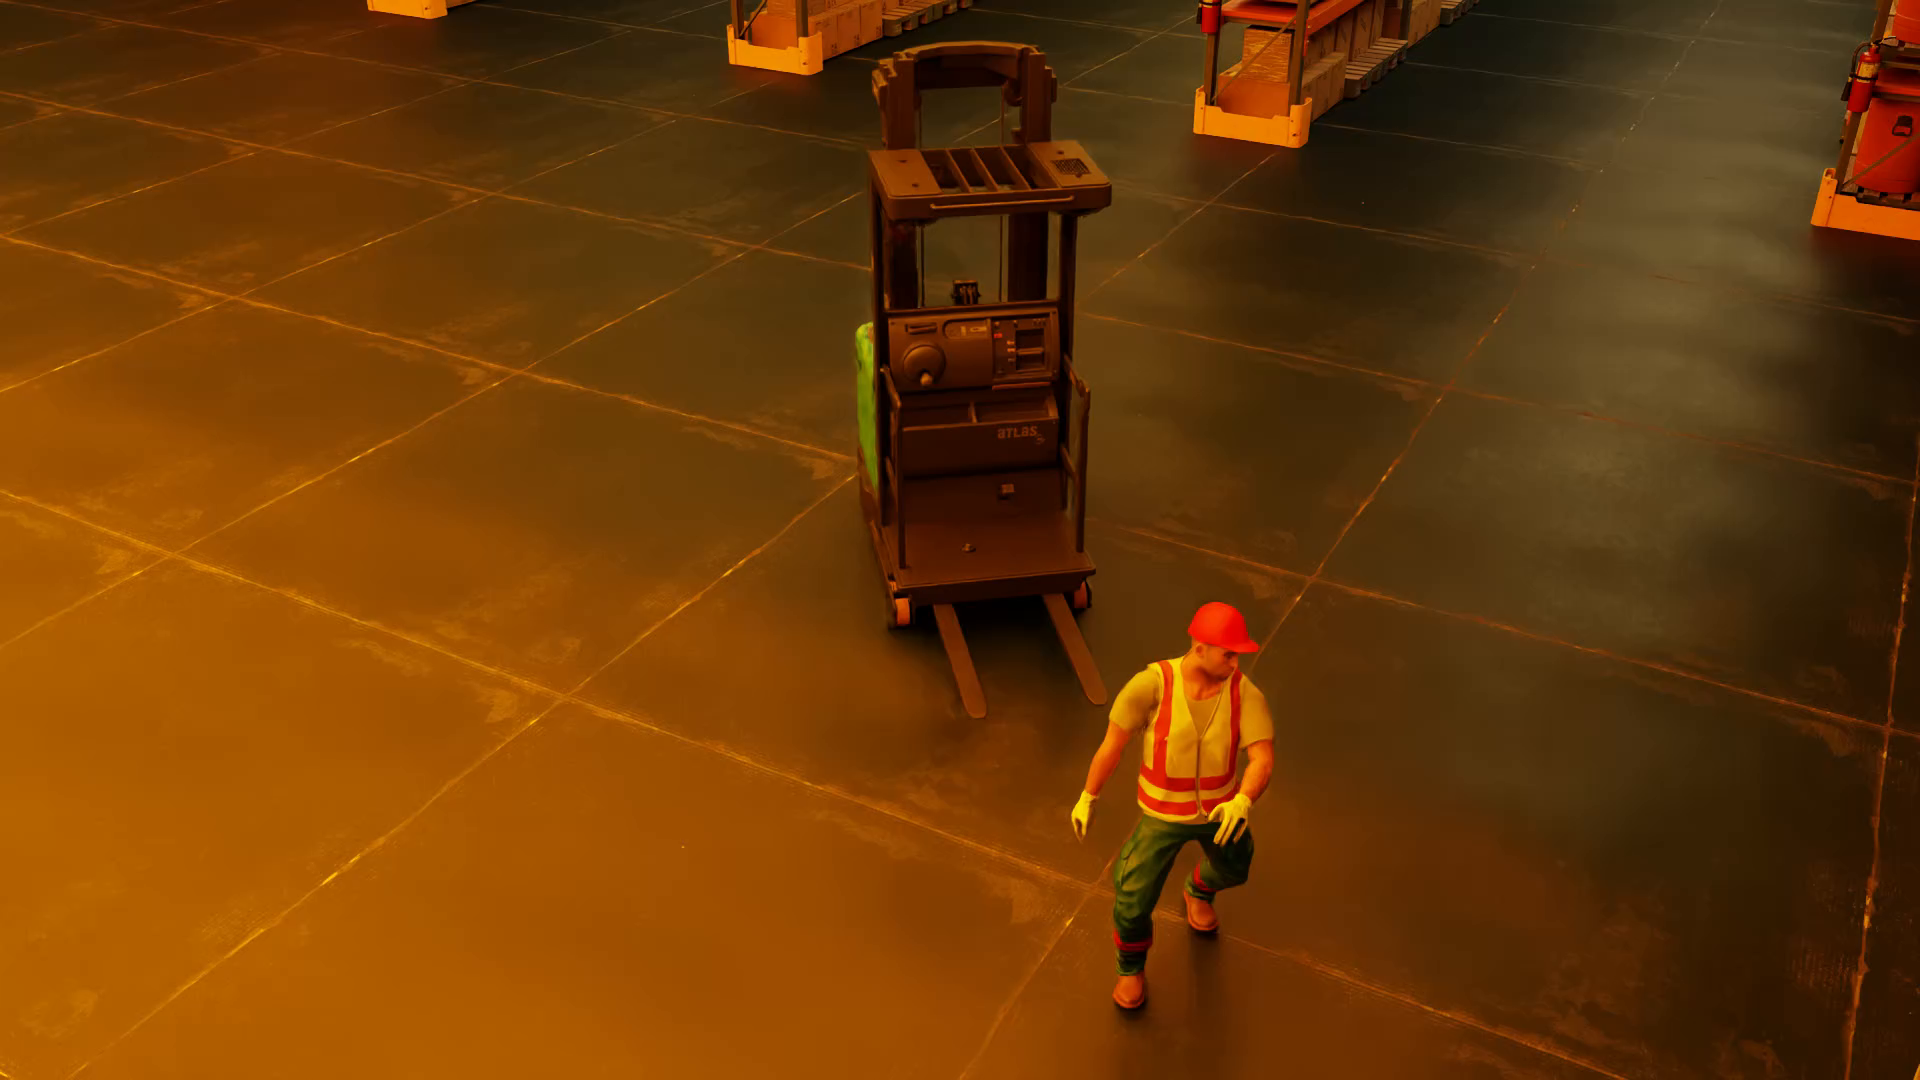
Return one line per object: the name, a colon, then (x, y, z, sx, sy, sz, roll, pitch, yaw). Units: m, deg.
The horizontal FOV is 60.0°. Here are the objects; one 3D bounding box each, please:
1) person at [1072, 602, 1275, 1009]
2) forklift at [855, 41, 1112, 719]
person: (0.826, 1.071, 6.474, 0.773, 1.678, 0.867, -6, 31, -11)
forklift: (0.120, -0.986, 8.779, 1.130, 2.935, 3.031, -5, 30, -9)
